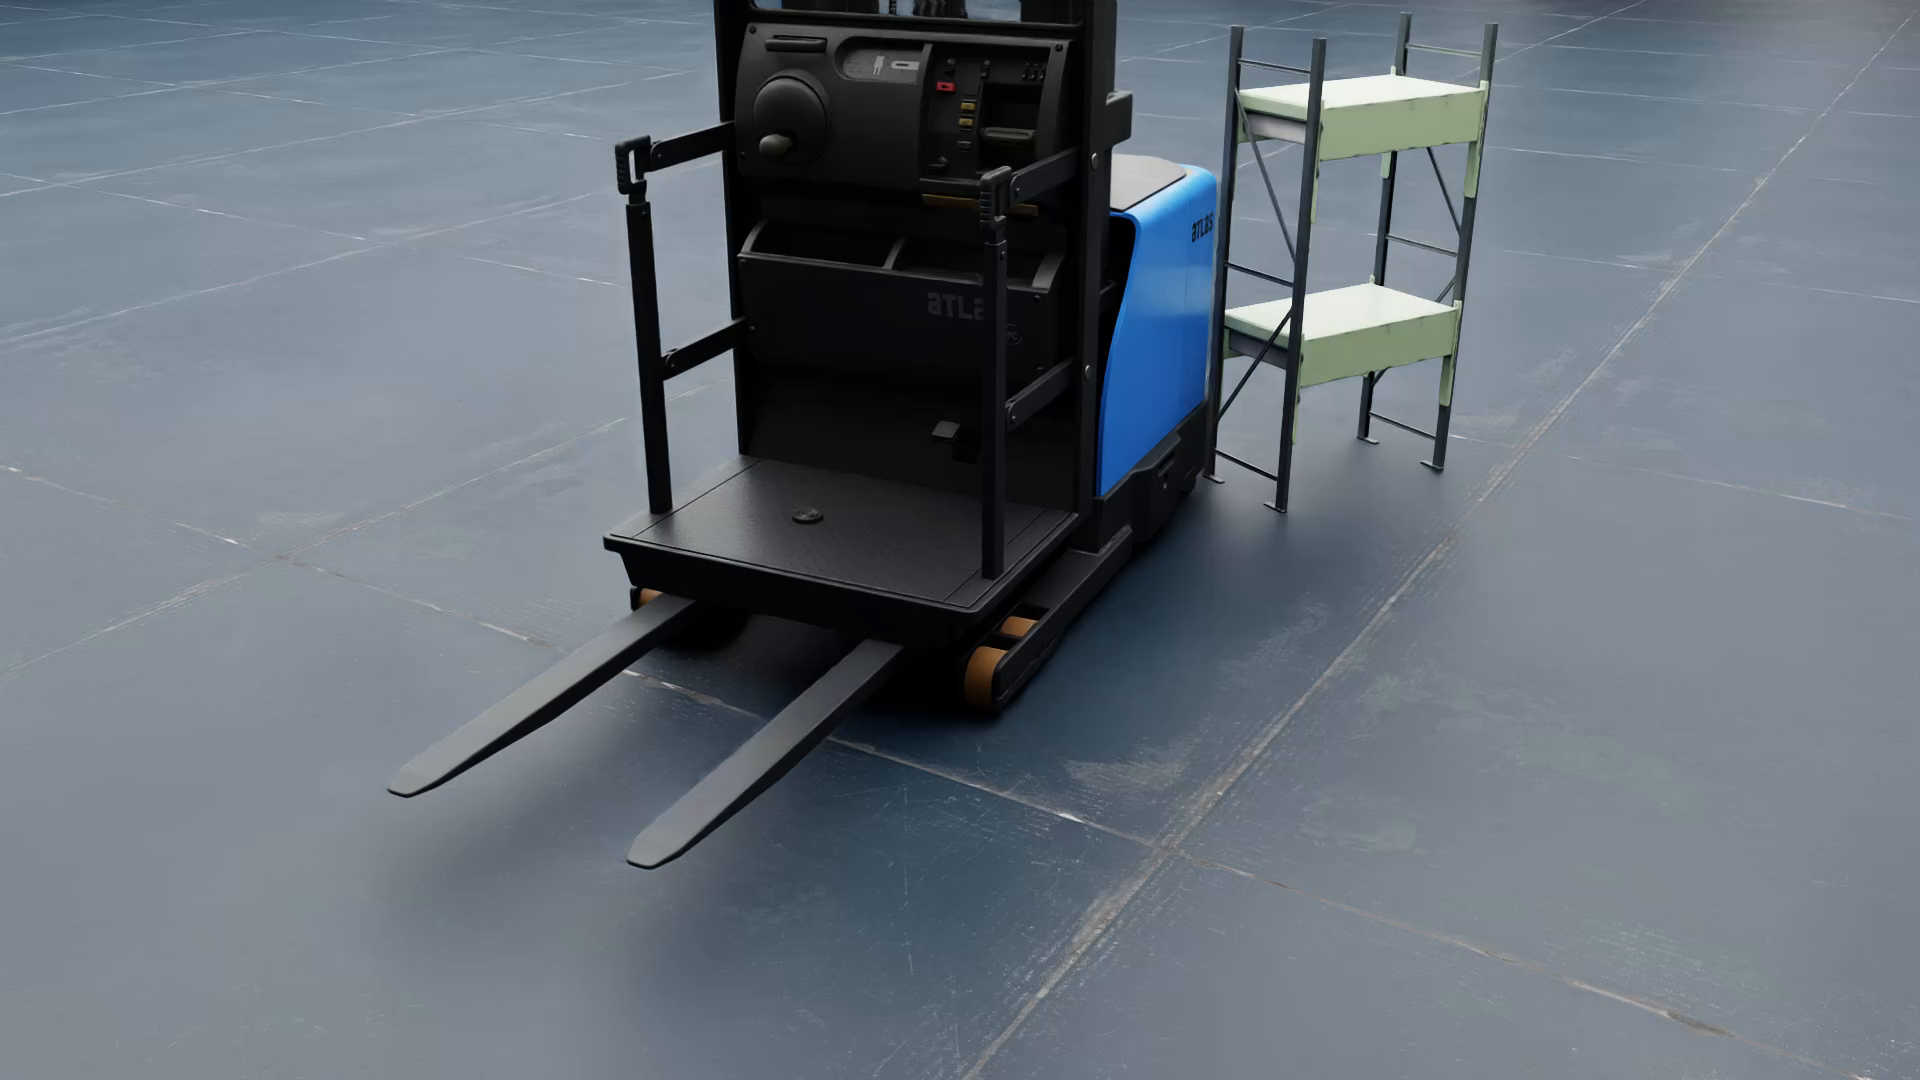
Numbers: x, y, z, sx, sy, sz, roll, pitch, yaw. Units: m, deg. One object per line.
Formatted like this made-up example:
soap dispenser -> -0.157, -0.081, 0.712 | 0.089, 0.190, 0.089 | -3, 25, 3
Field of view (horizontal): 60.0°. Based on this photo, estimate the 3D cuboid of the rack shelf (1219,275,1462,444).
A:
rack shelf -> 1.267, -0.623, 5.621 | 0.720, 0.370, 0.431 | -14, 27, -29

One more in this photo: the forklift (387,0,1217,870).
forklift -> -0.254, -1.105, 4.113 | 1.130, 2.935, 3.031 | 11, 26, 23

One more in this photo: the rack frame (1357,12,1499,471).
rack frame -> 1.577, -1.000, 5.671 | 0.023, 1.500, 0.400 | -14, 27, -29

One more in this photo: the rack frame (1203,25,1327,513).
rack frame -> 0.958, -0.844, 5.313 | 0.023, 1.500, 0.400 | -14, 27, -29

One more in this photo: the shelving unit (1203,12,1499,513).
shelving unit -> 1.267, -0.922, 5.492 | 0.755, 1.500, 0.431 | -14, 27, -29

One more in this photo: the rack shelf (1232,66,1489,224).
rack shelf -> 1.267, -1.280, 5.337 | 0.720, 0.370, 0.431 | -14, 27, -29
